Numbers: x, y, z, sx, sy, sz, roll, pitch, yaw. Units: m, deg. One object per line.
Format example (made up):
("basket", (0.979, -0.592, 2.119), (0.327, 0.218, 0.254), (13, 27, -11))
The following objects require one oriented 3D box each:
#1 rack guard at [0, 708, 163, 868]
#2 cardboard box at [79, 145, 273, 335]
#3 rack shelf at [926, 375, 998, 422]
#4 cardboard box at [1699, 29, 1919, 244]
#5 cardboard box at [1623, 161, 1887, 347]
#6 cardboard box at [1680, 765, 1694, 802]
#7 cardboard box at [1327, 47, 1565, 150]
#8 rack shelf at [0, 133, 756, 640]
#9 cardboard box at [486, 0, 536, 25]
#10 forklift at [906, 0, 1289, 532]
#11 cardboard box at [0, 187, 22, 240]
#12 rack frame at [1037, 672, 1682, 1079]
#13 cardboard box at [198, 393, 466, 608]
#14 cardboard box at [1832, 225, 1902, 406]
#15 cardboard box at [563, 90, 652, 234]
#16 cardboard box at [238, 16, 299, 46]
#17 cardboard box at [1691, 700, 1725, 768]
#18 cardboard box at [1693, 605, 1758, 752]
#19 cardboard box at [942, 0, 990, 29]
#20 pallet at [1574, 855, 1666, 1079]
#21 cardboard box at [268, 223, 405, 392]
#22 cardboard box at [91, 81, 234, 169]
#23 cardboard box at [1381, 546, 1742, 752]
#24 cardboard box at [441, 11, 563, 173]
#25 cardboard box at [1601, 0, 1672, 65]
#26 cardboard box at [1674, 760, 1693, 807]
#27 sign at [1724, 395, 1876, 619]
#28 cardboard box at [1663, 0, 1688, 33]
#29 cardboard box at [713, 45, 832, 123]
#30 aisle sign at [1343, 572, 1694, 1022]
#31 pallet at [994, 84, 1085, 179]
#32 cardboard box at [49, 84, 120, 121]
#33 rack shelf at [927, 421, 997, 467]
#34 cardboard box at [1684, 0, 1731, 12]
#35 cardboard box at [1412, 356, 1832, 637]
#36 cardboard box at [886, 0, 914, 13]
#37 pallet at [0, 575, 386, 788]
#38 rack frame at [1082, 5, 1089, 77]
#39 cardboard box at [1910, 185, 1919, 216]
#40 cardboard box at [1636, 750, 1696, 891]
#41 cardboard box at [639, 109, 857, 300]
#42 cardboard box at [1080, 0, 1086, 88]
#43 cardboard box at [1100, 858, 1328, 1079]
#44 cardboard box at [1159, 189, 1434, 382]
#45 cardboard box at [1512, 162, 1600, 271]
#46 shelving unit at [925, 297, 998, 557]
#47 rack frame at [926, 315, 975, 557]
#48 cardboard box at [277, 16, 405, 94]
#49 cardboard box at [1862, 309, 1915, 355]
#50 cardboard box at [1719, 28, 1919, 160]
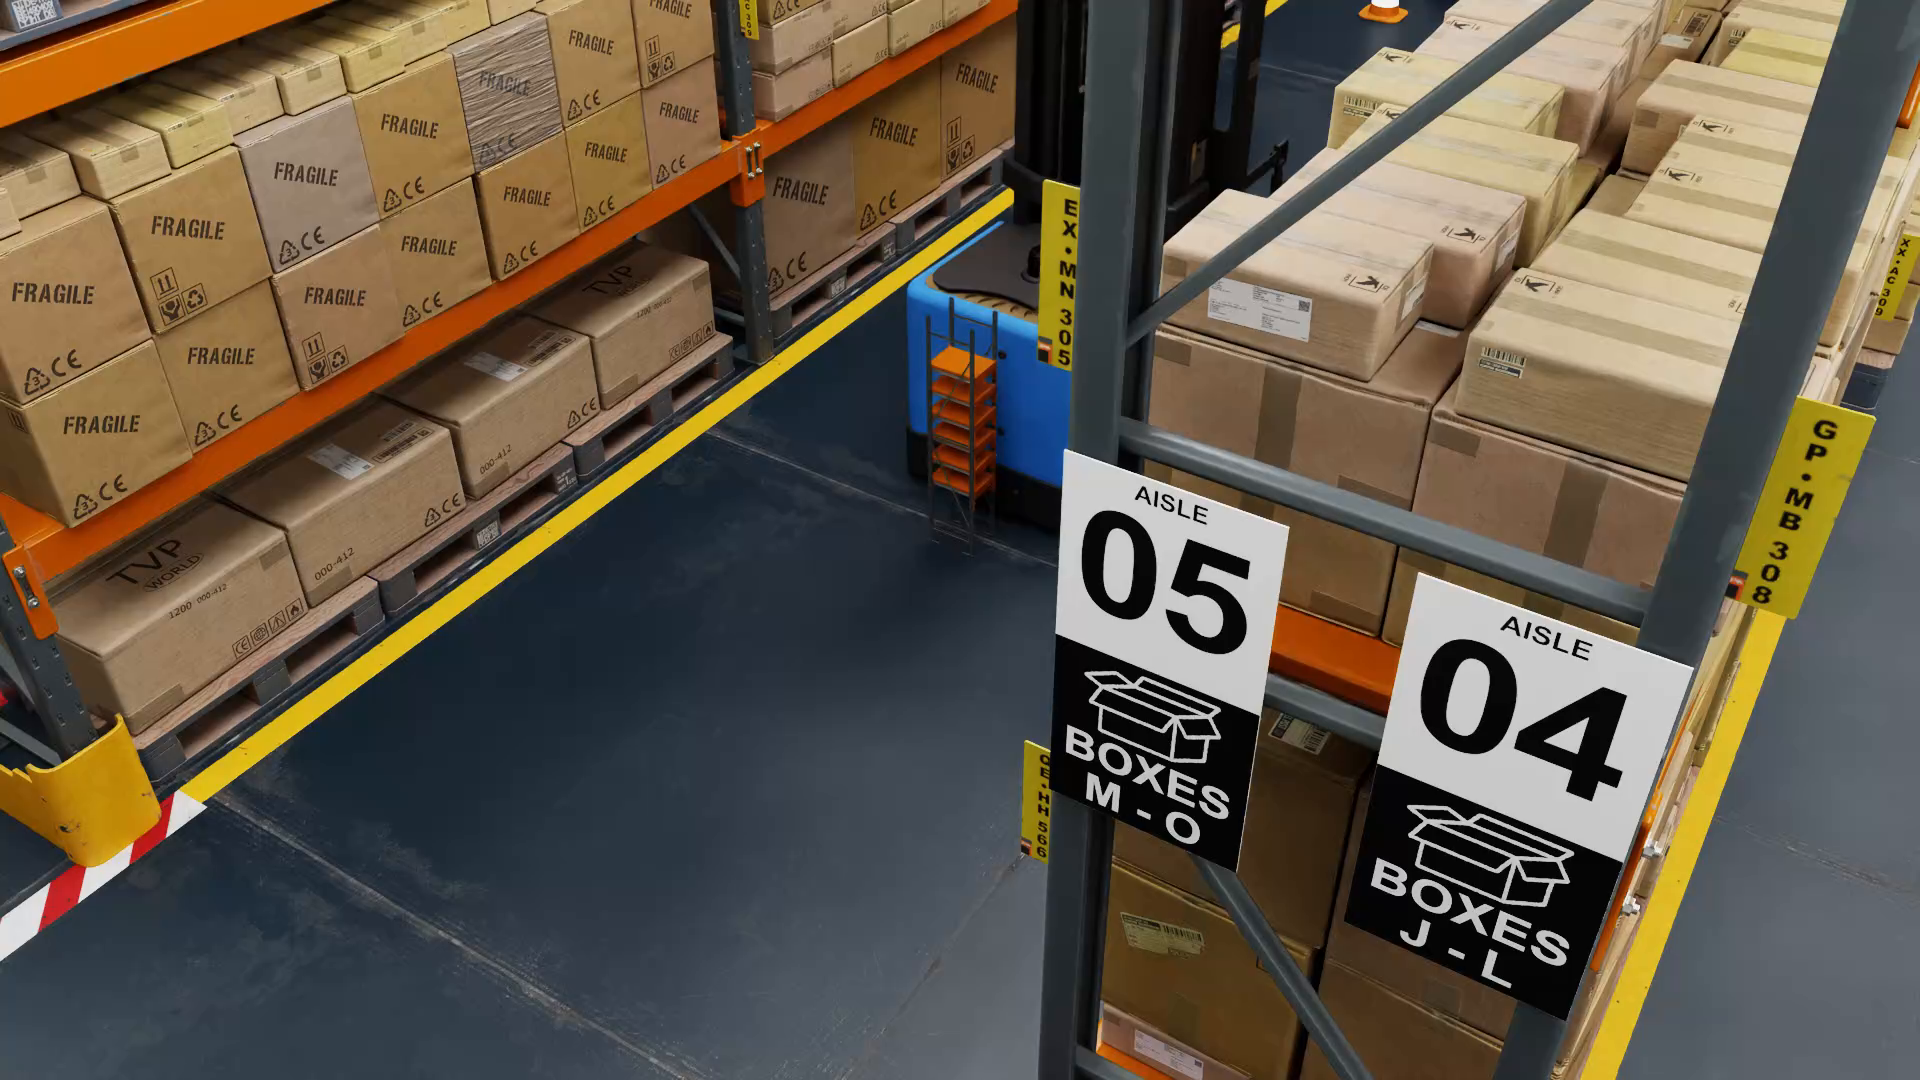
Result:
("rack guard", (-3.617, 0.754, 6.362), (1.175, 0.500, 0.348), (21, 42, 25))
("cardboard box", (-2.836, -1.107, 5.828), (0.500, 0.500, 0.500), (20, 42, 24))
("rack shelf", (0.008, -0.638, 7.274), (0.258, 0.103, 0.180), (21, 42, 25))
("cardboard box", (1.913, -0.936, 3.764), (0.500, 0.250, 0.500), (20, 42, 24))
("cardboard box", (1.354, -0.500, 2.871), (0.380, 0.149, 0.250), (21, 42, 25))
("cardboard box", (2.553, 0.797, 6.250), (0.380, 0.149, 0.250), (20, 42, 24))
("cardboard box", (0.961, -0.832, 3.303), (0.380, 0.149, 0.250), (22, 43, 26))
("rack shelf", (-2.533, -0.994, 7.172), (1.077, 0.370, 4.000), (21, 42, 25))
("cardboard box", (-1.957, -2.237, 6.763), (0.380, 0.149, 0.250), (21, 42, 25))
("forklift", (0.993, -2.039, 7.994), (1.130, 2.935, 3.031), (23, 43, 27))
("cardboard box", (-3.181, -1.033, 5.201), (0.380, 0.149, 0.250), (22, 43, 26))
("rack frame", (0.629, 1.319, 3.582), (1.000, 3.000, 0.127), (21, 42, 25))
("cardboard box", (-2.852, -0.247, 7.369), (0.875, 0.438, 0.875), (22, 43, 26))
("cardboard box", (2.476, -0.698, 5.054), (0.500, 0.500, 0.500), (20, 42, 24))
("cardboard box", (-1.765, -1.760, 7.495), (0.500, 0.500, 0.500), (20, 42, 24))
("cardboard box", (-2.788, -1.996, 6.451), (0.380, 0.149, 0.250), (23, 43, 26))
("cardboard box", (2.609, 0.655, 6.190), (0.380, 0.149, 0.250), (20, 42, 24))
("cardboard box", (1.656, 0.098, 4.022), (0.500, 0.500, 0.500), (20, 42, 24))
("cardboard box", (-0.163, -3.172, 9.531), (0.500, 0.250, 0.500), (20, 42, 24))
("pallet", (1.790, 1.350, 5.825), (1.003, 0.211, 1.213), (21, 42, 25))
("cardboard box", (-2.570, -0.968, 6.466), (0.500, 0.500, 0.500), (21, 42, 25))
("cardboard box", (-2.738, -1.430, 5.716), (0.380, 0.149, 0.250), (20, 42, 24))
("cardboard box", (1.086, 0.042, 2.904), (0.500, 0.250, 0.500), (23, 43, 27))
("cardboard box", (-2.025, -1.888, 6.841), (0.500, 0.500, 0.500), (22, 43, 26))
("cardboard box", (1.402, -1.219, 3.805), (0.380, 0.149, 0.250), (20, 42, 24))
("cardboard box", (2.299, 0.806, 5.752), (0.380, 0.149, 0.250), (19, 42, 23))
("sign", (1.088, -0.038, 2.170), (0.100, 0.325, 0.005), (21, 42, 25))
("cardboard box", (1.538, -1.356, 3.982), (0.380, 0.149, 0.250), (20, 42, 24))
("cardboard box", (-1.003, -2.391, 8.518), (0.500, 0.250, 0.500), (20, 42, 24))
("aisle sign", (0.843, 0.425, 2.613), (0.394, 0.787, 0.004), (21, 42, 25))
("pallet", (0.195, -2.886, 11.321), (1.003, 0.211, 1.213), (21, 42, 25))
("cardboard box", (-3.229, -1.607, 5.946), (0.380, 0.149, 0.250), (22, 43, 26))
("rack shelf", (0.008, -0.447, 7.420), (0.258, 0.103, 0.180), (21, 42, 25))
("cardboard box", (1.760, -1.390, 4.353), (0.500, 0.250, 0.500), (22, 43, 26))
("cardboard box", (1.089, -0.154, 2.750), (0.500, 0.250, 0.500), (22, 43, 26))
("cardboard box", (-0.439, -3.113, 9.045), (0.500, 0.250, 0.500), (22, 43, 26))
("pallet", (-3.242, 0.418, 7.035), (1.003, 0.211, 1.213), (21, 42, 25))
("rack frame", (0.682, -4.372, 10.965), (1.000, 3.000, 0.127), (21, 42, 25))
("cardboard box", (3.516, -1.244, 6.282), (0.380, 0.149, 0.250), (22, 43, 26))
("cardboard box", (1.641, 0.488, 4.335), (0.500, 0.500, 0.500), (22, 43, 26))
("cardboard box", (-1.197, -1.981, 9.259), (0.875, 0.875, 0.875), (23, 43, 26))
("cardboard box", (0.241, -3.368, 11.059), (0.875, 0.875, 0.875), (21, 42, 25))
("cardboard box", (0.653, 0.846, 3.871), (0.500, 0.500, 0.500), (22, 43, 26))
("cardboard box", (0.559, -0.433, 2.785), (0.380, 0.149, 0.250), (21, 42, 25))
("cardboard box", (0.934, -0.593, 3.318), (0.500, 0.250, 0.500), (20, 42, 24))
("shelving unit", (0.008, -0.483, 7.393), (0.258, 1.200, 0.189), (21, 42, 25))
("rack frame", (-0.041, -0.435, 7.332), (0.240, 1.200, 0.006), (21, 42, 25))
("cardboard box", (-2.314, -1.819, 6.221), (0.380, 0.149, 0.250), (20, 42, 24))
("cardboard box", (3.372, -0.863, 6.274), (0.380, 0.149, 0.250), (19, 42, 23))
("cardboard box", (1.755, -0.897, 3.387), (0.380, 0.149, 0.250), (23, 43, 26))
